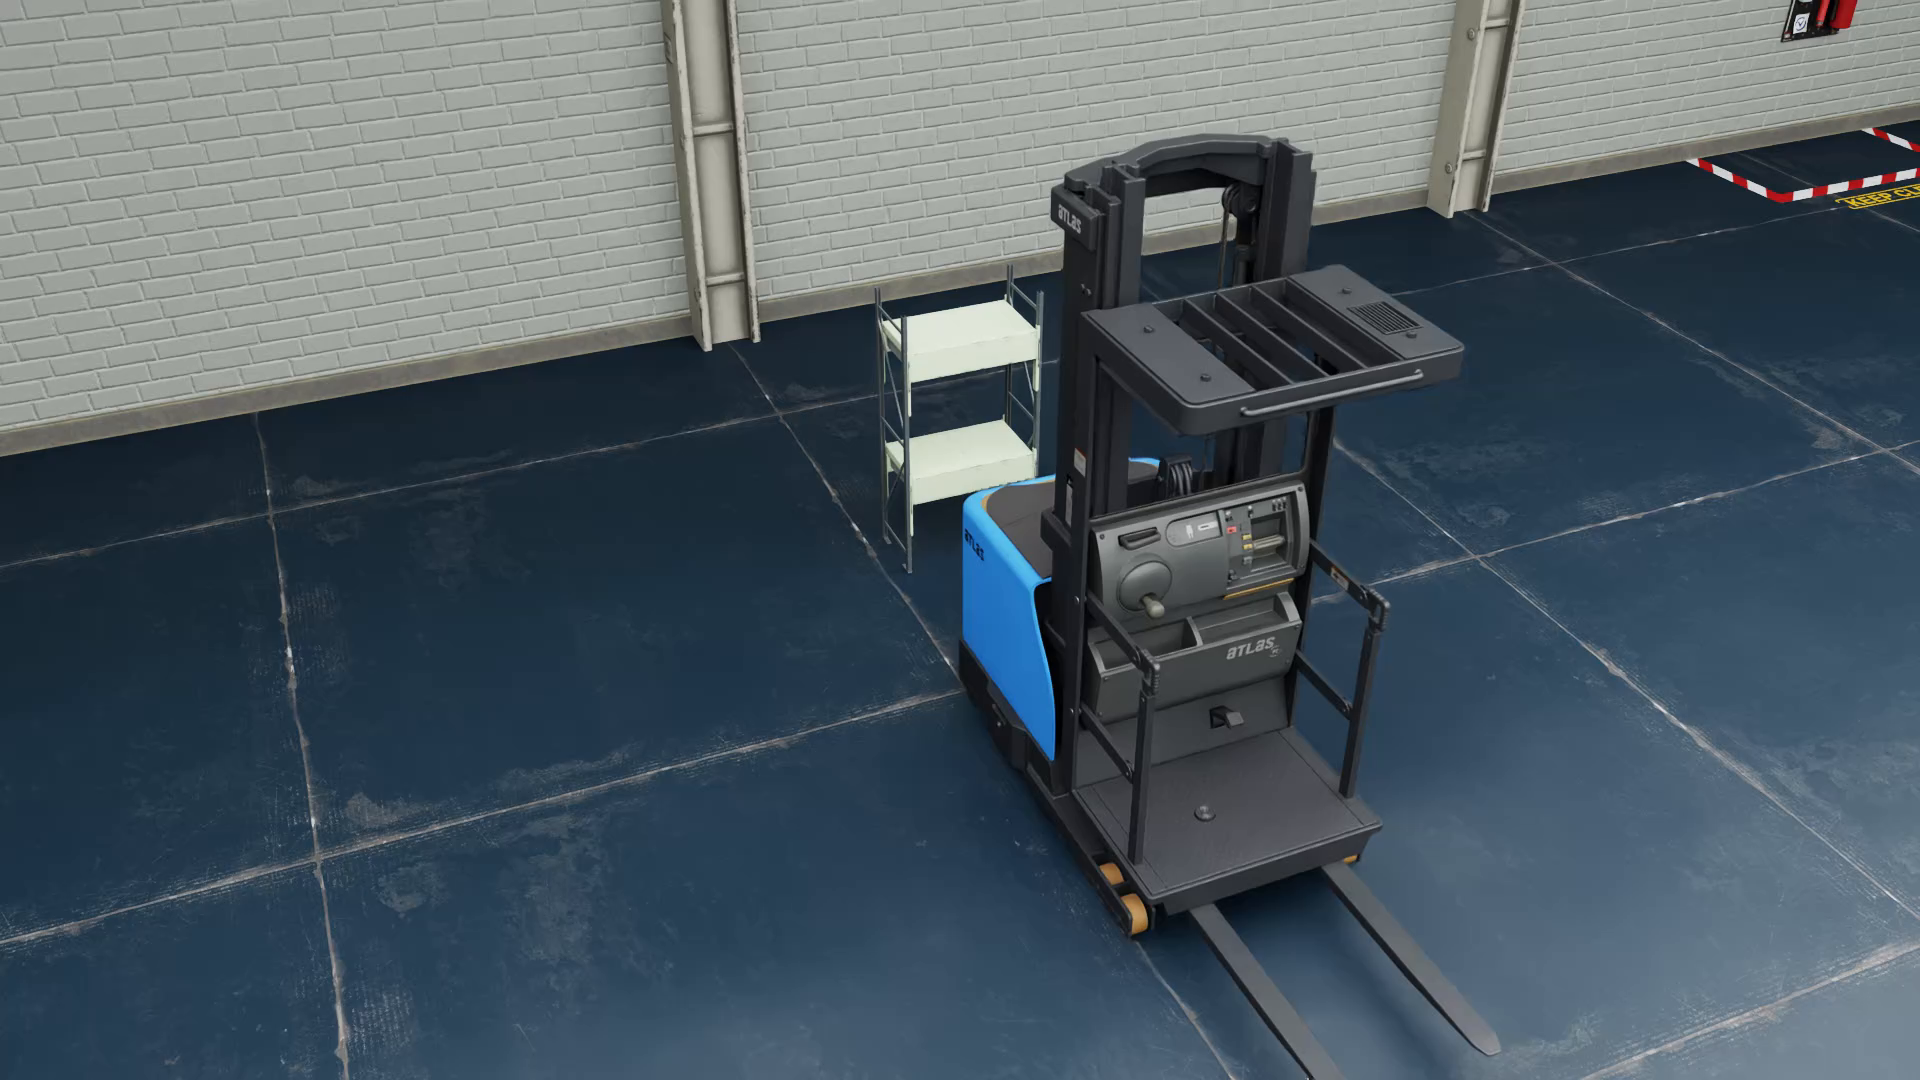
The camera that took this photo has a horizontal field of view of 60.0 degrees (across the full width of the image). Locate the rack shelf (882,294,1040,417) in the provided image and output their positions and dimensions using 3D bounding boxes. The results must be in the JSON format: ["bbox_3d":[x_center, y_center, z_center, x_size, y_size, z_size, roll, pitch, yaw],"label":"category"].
[{"bbox_3d":[-0.006,-0.954,8.544,0.720,0.370,0.431,-13,35,-19],"label":"rack shelf"}]

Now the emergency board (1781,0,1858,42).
[{"bbox_3d":[7.185,-4.666,13.589,0.643,1.169,0.194,-13,35,-19],"label":"emergency board"}]

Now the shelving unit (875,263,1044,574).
[{"bbox_3d":[-0.006,-0.627,8.757,0.755,1.500,0.431,-13,35,-19],"label":"shelving unit"}]

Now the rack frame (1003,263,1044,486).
[{"bbox_3d":[0.331,-0.705,8.876,0.023,1.500,0.400,-13,35,-19],"label":"rack frame"}]

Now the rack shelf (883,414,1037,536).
[{"bbox_3d":[-0.006,-0.354,8.935,0.720,0.370,0.431,-13,35,-19],"label":"rack shelf"}]

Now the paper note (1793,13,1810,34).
[{"bbox_3d":[6.996,-4.294,13.825,0.142,0.148,0.016,-13,35,-19],"label":"paper note"}]

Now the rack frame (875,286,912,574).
[{"bbox_3d":[-0.344,-0.550,8.638,0.023,1.500,0.400,-13,35,-19],"label":"rack frame"}]

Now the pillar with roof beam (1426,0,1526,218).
[{"bbox_3d":[5.613,-4.252,7.451,0.400,9.000,9.100,-13,35,-19],"label":"pillar with roof beam"}]

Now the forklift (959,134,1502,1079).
[{"bbox_3d":[1.039,0.099,6.328,1.130,2.935,3.031,-13,35,-19],"label":"forklift"}]

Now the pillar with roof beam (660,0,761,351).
[{"bbox_3d":[0.081,-2.985,5.504,0.400,9.000,9.100,-13,35,-19],"label":"pillar with roof beam"}]
